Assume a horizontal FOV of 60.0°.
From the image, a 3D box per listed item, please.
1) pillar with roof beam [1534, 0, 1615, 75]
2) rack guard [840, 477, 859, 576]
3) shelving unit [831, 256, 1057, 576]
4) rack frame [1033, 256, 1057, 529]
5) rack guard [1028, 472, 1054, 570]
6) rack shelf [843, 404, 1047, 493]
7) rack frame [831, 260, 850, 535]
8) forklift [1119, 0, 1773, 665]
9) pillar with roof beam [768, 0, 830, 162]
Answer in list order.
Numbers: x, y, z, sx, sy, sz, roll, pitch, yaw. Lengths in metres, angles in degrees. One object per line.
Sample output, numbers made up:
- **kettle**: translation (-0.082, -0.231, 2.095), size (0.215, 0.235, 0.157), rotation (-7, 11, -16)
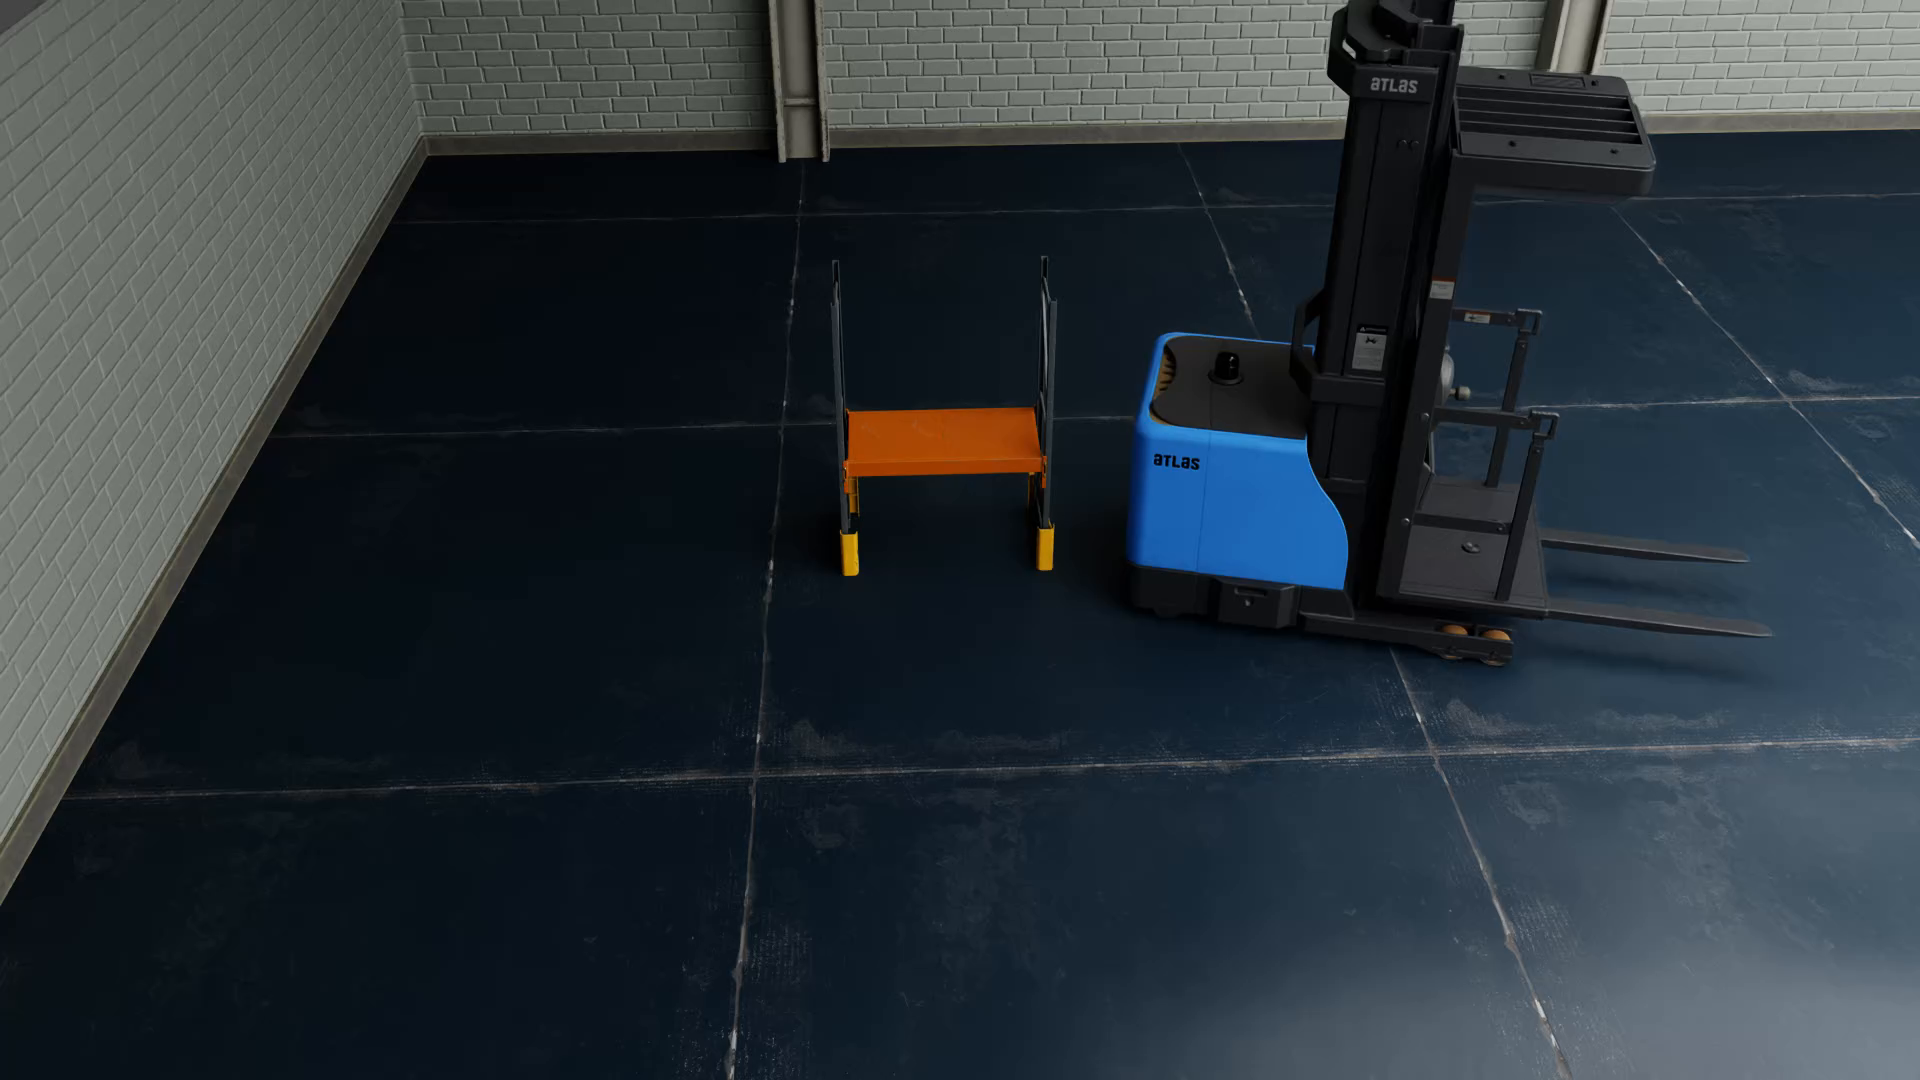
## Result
- **pillar with roof beam**: translation (4.965, -4.467, 7.296), size (0.400, 9.000, 9.100), rotation (-2, 35, -2)
- **rack guard**: translation (-0.574, -0.087, 8.657), size (0.087, 0.250, 0.587), rotation (-2, 35, -2)
- **shelving unit**: translation (-0.076, -0.615, 8.320), size (1.083, 1.500, 0.587), rotation (-2, 35, -2)
- **rack frame**: translation (0.423, -0.628, 8.340), size (0.032, 1.500, 0.500), rotation (-2, 35, -2)
- **rack guard**: translation (0.421, -0.114, 8.695), size (0.087, 0.250, 0.587), rotation (-2, 35, -2)
- **rack shelf**: translation (-0.085, -0.467, 8.422), size (1.000, 0.185, 0.538), rotation (-2, 35, -2)
- **rack frame**: translation (-0.593, -0.601, 8.300), size (0.032, 1.500, 0.500), rotation (-2, 35, -2)
- **forklift**: translation (2.361, -0.943, 7.537), size (3.031, 2.935, 1.130), rotation (7, 35, 10)
- **pillar with roof beam**: translation (-1.029, -4.305, 7.063), size (0.400, 9.000, 9.100), rotation (-2, 35, -2)
